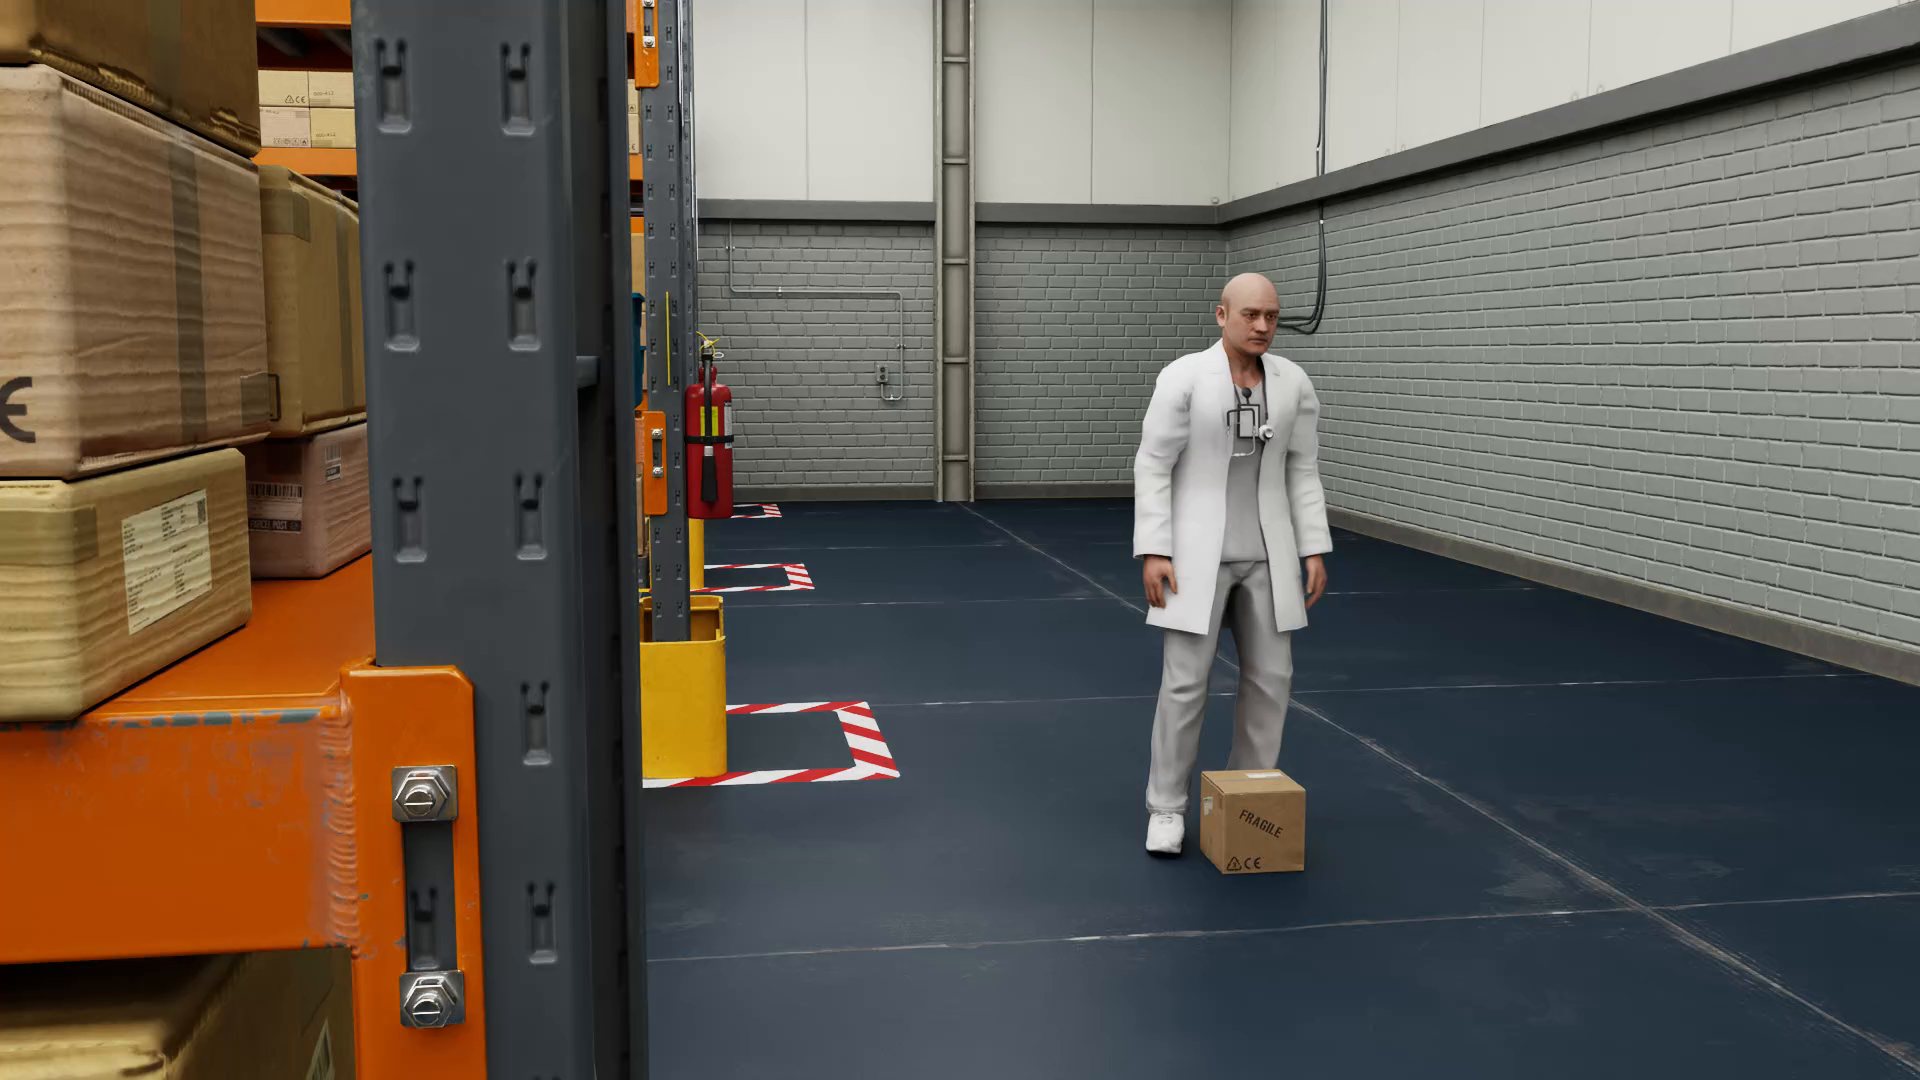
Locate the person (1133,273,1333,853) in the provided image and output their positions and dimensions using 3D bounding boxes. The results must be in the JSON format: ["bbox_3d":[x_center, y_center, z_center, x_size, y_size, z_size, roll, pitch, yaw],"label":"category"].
[{"bbox_3d":[0.853,0.065,5.194,0.653,1.774,0.422,-1,6,-12],"label":"person"}]
